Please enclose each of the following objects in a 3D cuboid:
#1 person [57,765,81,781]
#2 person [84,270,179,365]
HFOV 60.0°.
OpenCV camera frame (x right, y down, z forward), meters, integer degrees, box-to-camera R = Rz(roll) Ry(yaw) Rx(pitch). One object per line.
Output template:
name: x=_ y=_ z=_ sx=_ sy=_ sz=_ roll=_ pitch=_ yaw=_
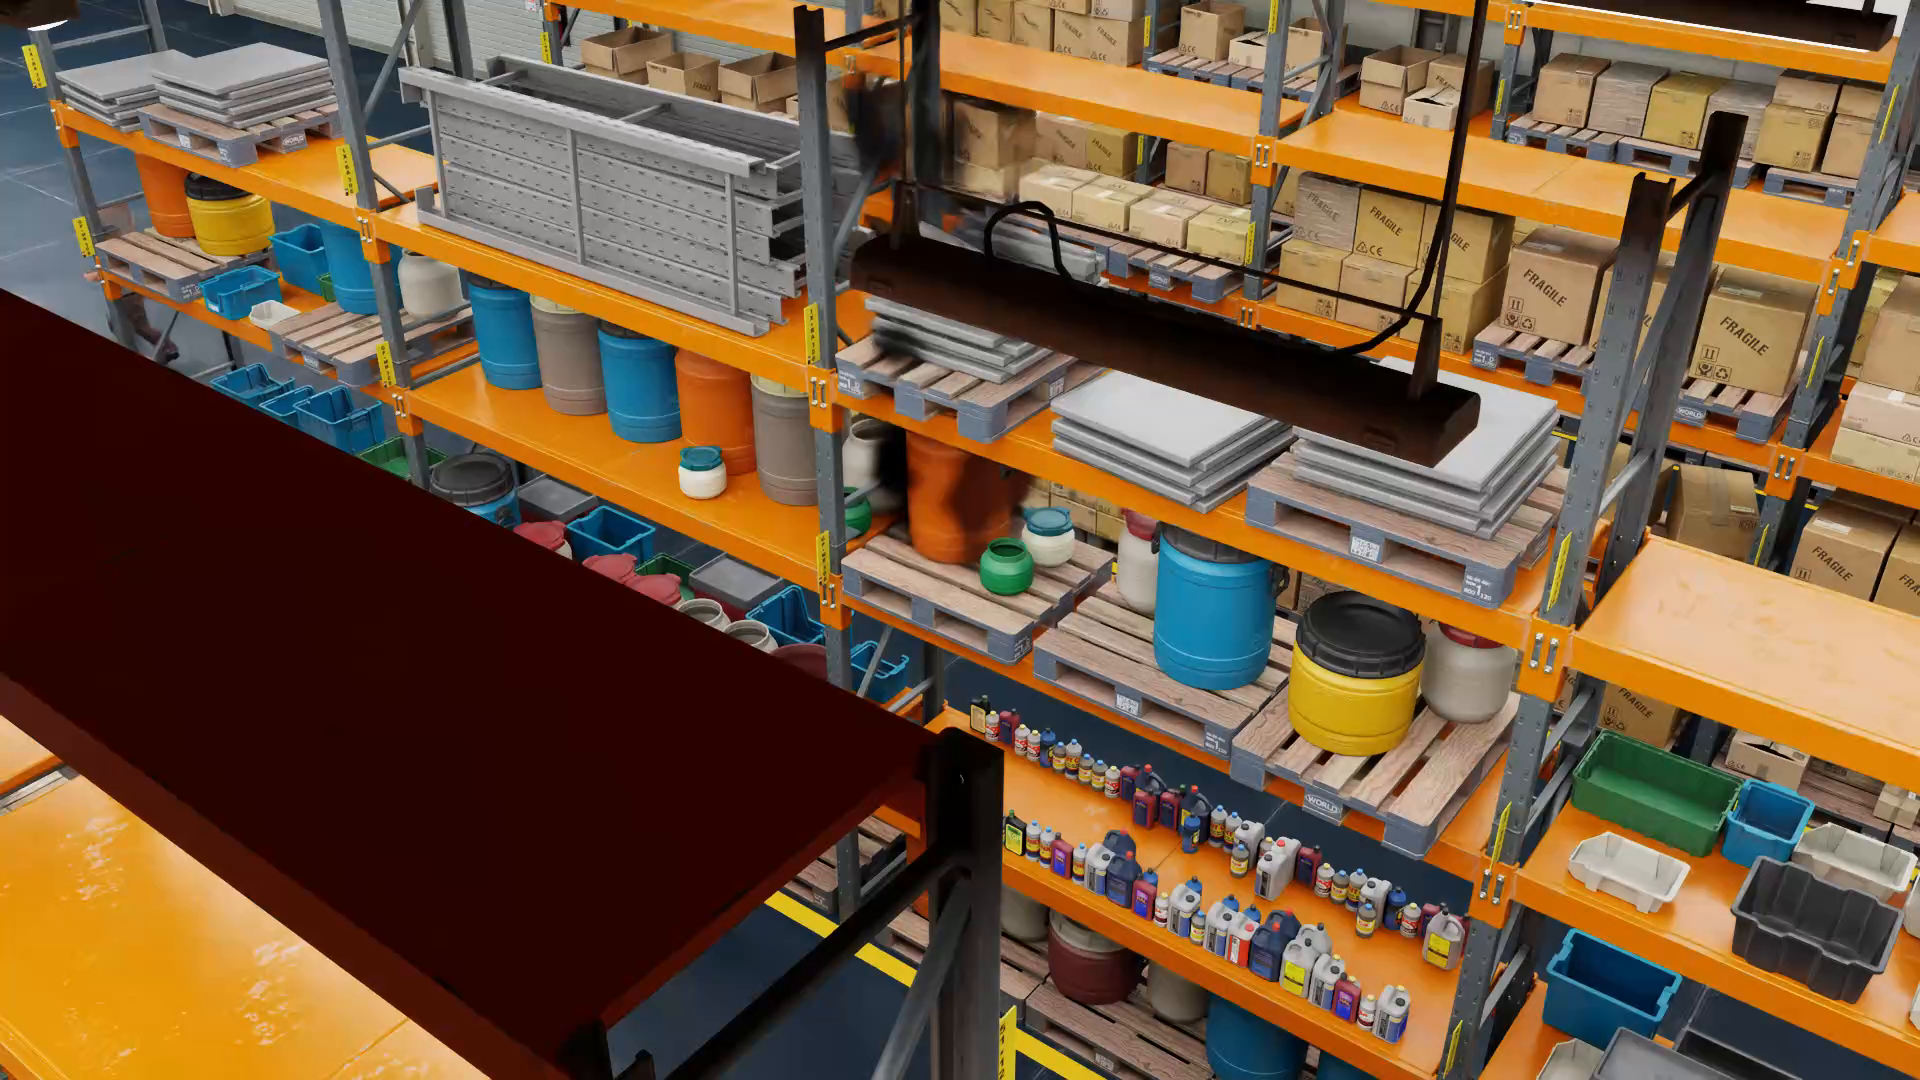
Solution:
person: x=-6.253 y=1.182 z=11.735 sx=0.790 sy=1.759 sz=0.641 roll=16 pitch=35 yaw=24
person: x=-8.982 y=-2.625 z=17.945 sx=0.707 sy=1.782 sz=0.647 roll=-16 pitch=35 yaw=-24
